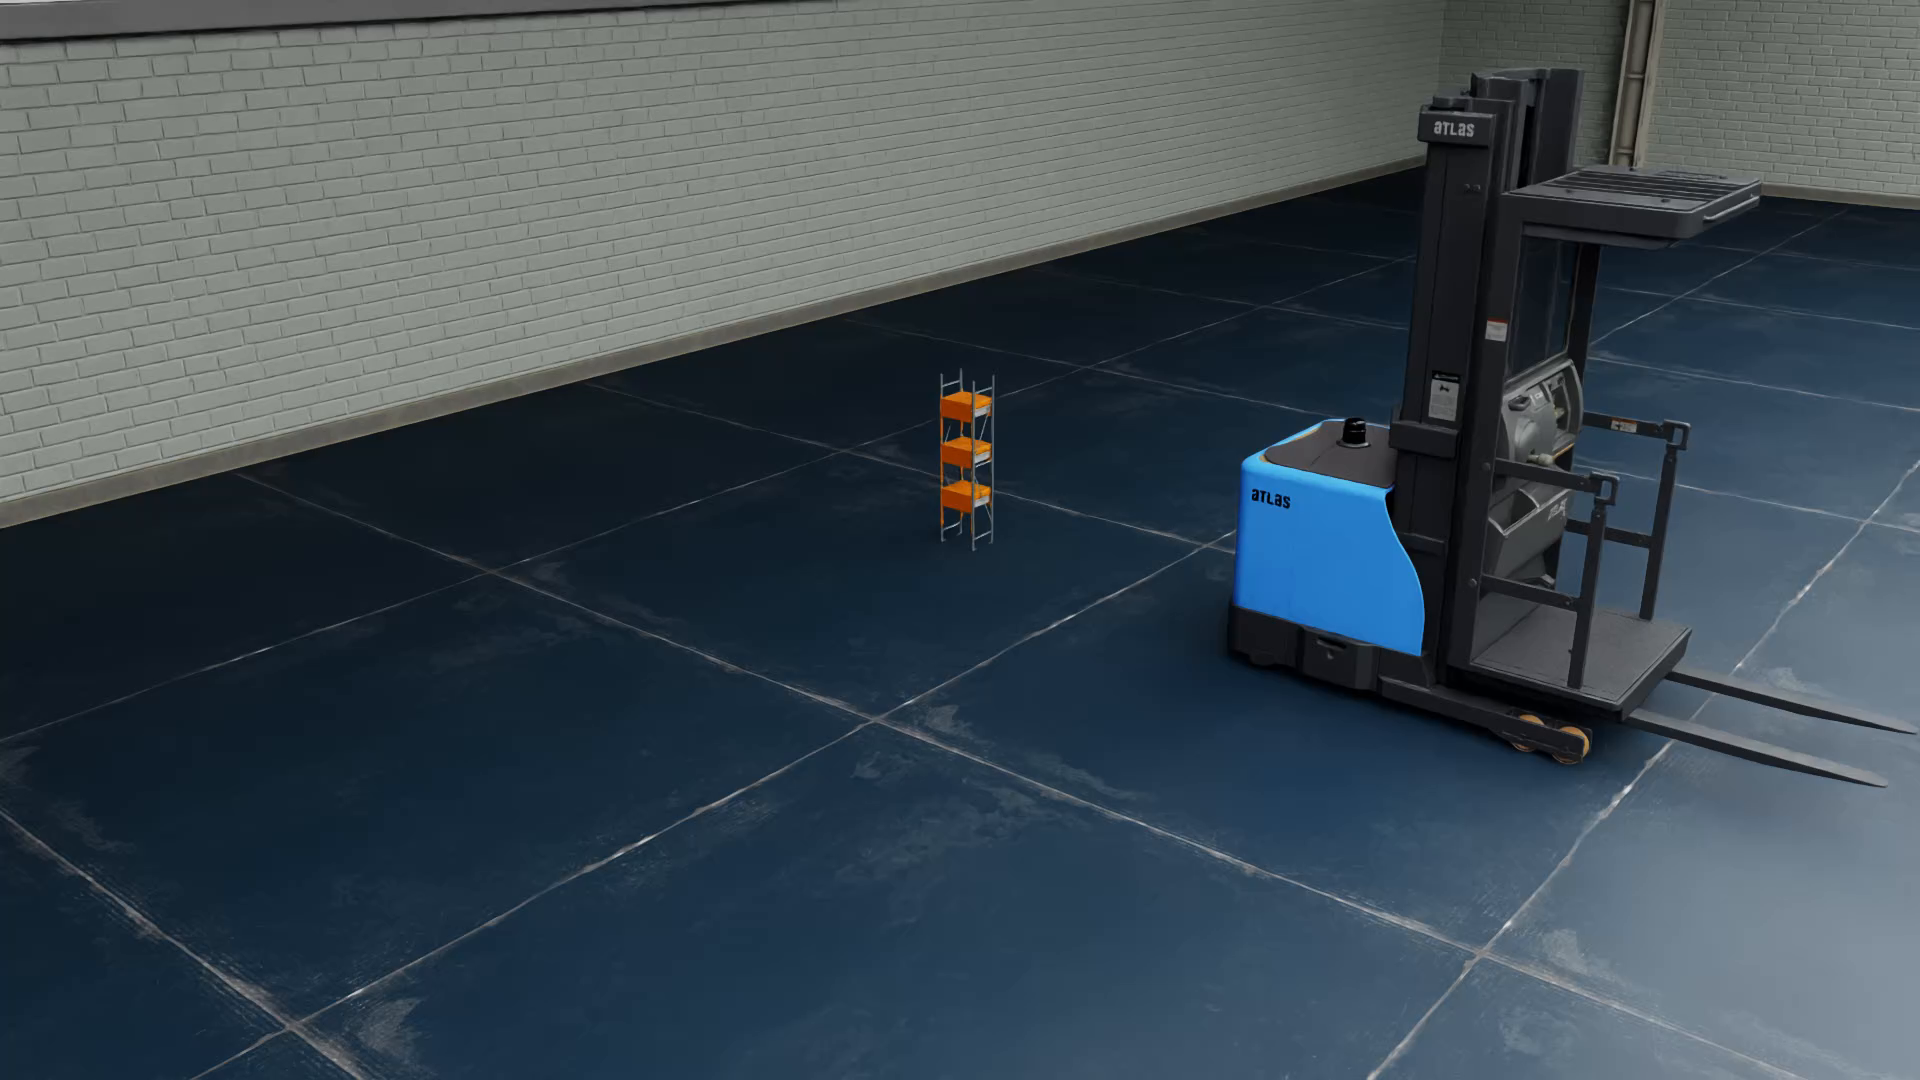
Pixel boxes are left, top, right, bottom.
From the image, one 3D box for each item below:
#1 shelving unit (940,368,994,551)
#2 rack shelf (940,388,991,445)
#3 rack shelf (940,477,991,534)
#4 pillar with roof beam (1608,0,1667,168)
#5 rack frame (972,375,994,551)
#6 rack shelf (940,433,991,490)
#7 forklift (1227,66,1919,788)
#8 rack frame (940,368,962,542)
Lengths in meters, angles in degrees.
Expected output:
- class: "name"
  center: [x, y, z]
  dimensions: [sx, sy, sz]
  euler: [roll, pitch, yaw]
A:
- class: "shelving unit"
  center: [0.041, -0.479, 9.951]
  dimensions: [0.252, 1.050, 0.215]
  euler: [16, 26, 36]
- class: "rack shelf"
  center: [0.041, -0.735, 9.855]
  dimensions: [0.240, 0.259, 0.215]
  euler: [16, 26, 36]
- class: "rack shelf"
  center: [0.041, -0.209, 10.053]
  dimensions: [0.240, 0.259, 0.215]
  euler: [16, 26, 36]
- class: "pillar with roof beam"
  center: [6.678, -8.091, 18.869]
  dimensions: [0.400, 9.000, 9.100]
  euler: [16, 26, 36]
- class: "rack frame"
  center: [0.136, -0.452, 9.879]
  dimensions: [0.008, 1.050, 0.200]
  euler: [16, 26, 36]
- class: "rack shelf"
  center: [0.041, -0.469, 9.955]
  dimensions: [0.240, 0.259, 0.215]
  euler: [16, 26, 36]
- class: "forklift"
  center: [2.838, -0.572, 7.532]
  dimensions: [3.031, 2.935, 1.130]
  euler: [16, 26, 36]
- class: "rack frame"
  center: [-0.053, -0.507, 10.023]
  dimensions: [0.008, 1.050, 0.200]
  euler: [16, 26, 36]
